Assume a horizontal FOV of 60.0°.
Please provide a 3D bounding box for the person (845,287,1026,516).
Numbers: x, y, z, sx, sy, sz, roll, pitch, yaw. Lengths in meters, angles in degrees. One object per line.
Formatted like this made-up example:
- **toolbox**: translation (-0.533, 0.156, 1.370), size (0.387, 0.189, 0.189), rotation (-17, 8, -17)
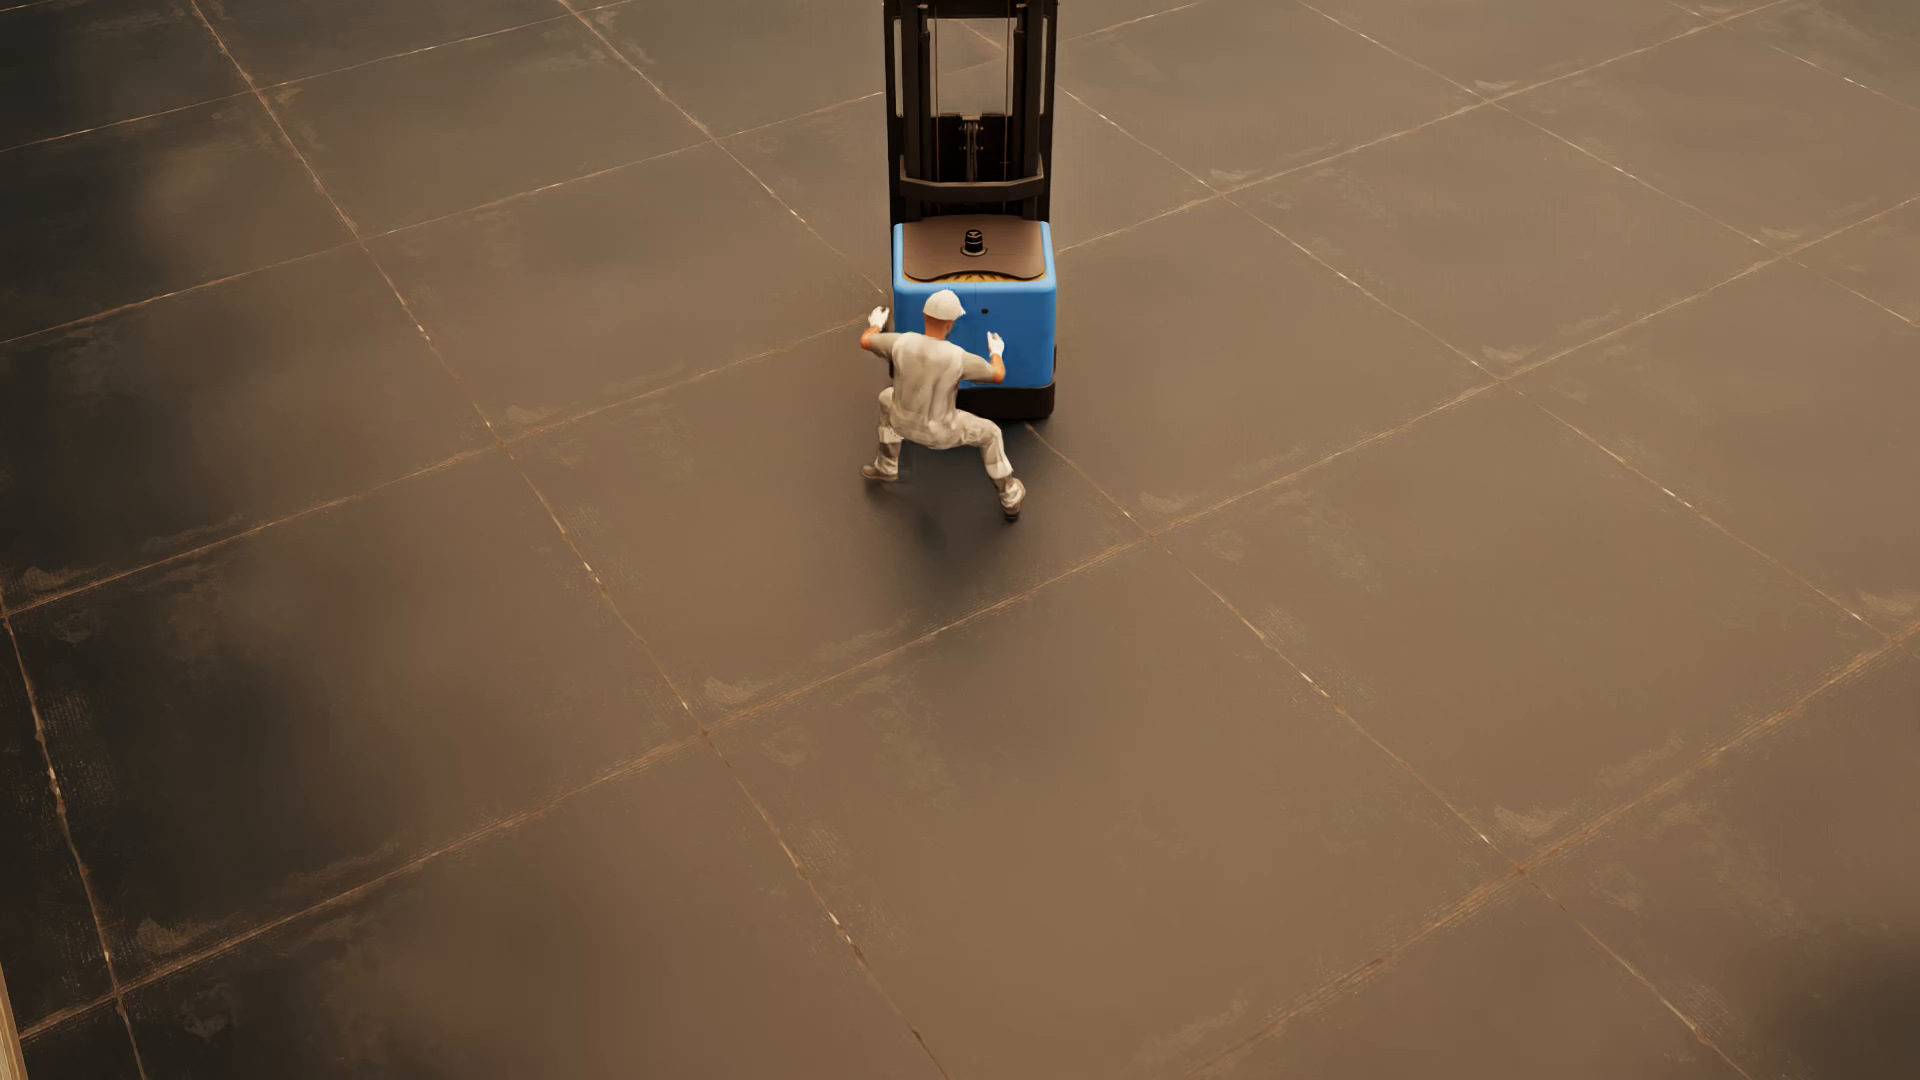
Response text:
- **person**: translation (-0.174, -0.882, 9.889), size (1.148, 1.529, 0.721), rotation (19, 45, 20)

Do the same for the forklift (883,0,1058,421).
- **forklift**: translation (0.058, -2.823, 11.101), size (1.130, 2.935, 3.031), rotation (-1, 41, -1)
